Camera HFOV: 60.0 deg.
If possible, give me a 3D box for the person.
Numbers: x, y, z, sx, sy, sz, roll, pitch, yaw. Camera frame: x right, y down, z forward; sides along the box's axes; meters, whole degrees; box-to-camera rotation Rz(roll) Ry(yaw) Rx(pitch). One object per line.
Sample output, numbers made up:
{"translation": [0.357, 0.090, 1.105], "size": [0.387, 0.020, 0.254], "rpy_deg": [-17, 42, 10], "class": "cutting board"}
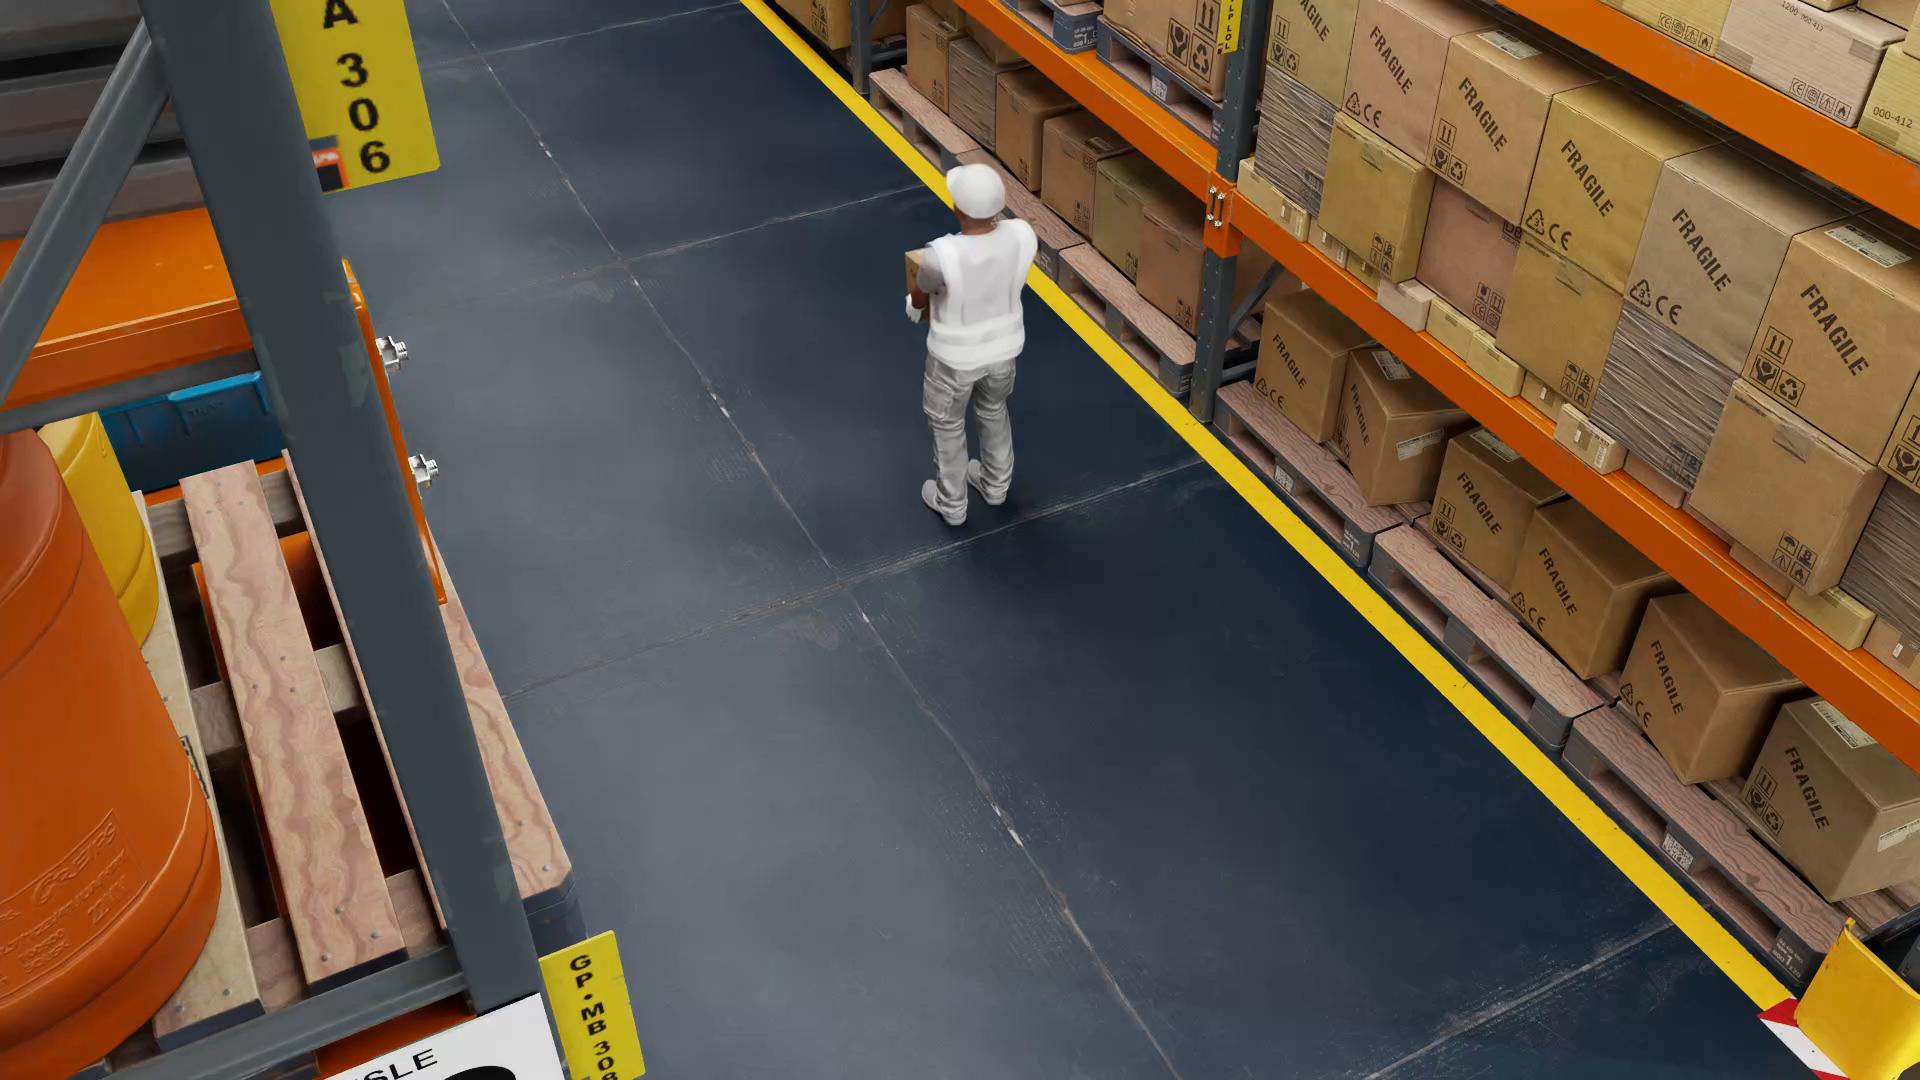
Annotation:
{"translation": [0.007, -0.880, 7.163], "size": [0.487, 1.778, 0.575], "rpy_deg": [-19, 44, -20], "class": "person"}
